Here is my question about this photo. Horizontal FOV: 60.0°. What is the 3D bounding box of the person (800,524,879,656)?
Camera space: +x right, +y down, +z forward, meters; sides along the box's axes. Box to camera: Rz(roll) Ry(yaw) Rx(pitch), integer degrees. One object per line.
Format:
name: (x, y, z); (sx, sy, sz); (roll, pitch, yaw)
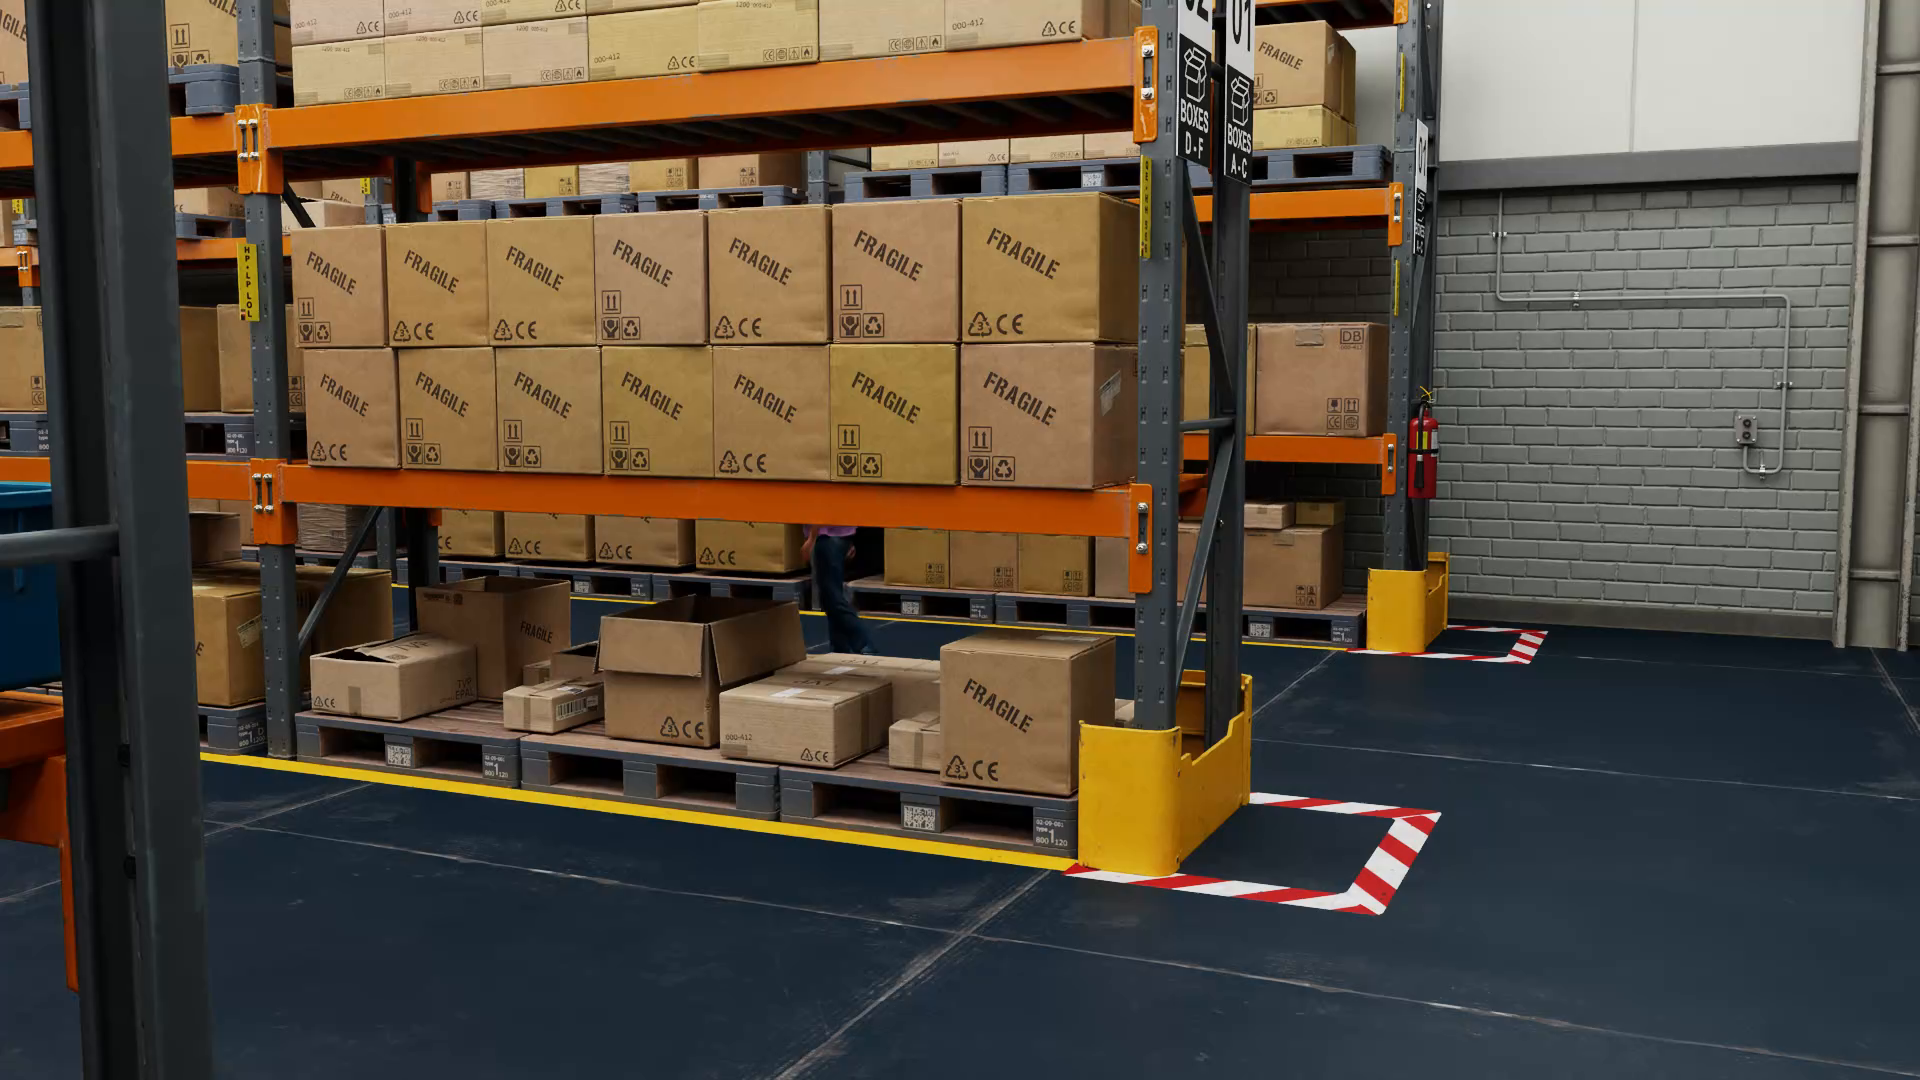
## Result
person: (-0.652, 0.007, 8.969); (0.467, 1.576, 0.602); (0, 6, 2)
